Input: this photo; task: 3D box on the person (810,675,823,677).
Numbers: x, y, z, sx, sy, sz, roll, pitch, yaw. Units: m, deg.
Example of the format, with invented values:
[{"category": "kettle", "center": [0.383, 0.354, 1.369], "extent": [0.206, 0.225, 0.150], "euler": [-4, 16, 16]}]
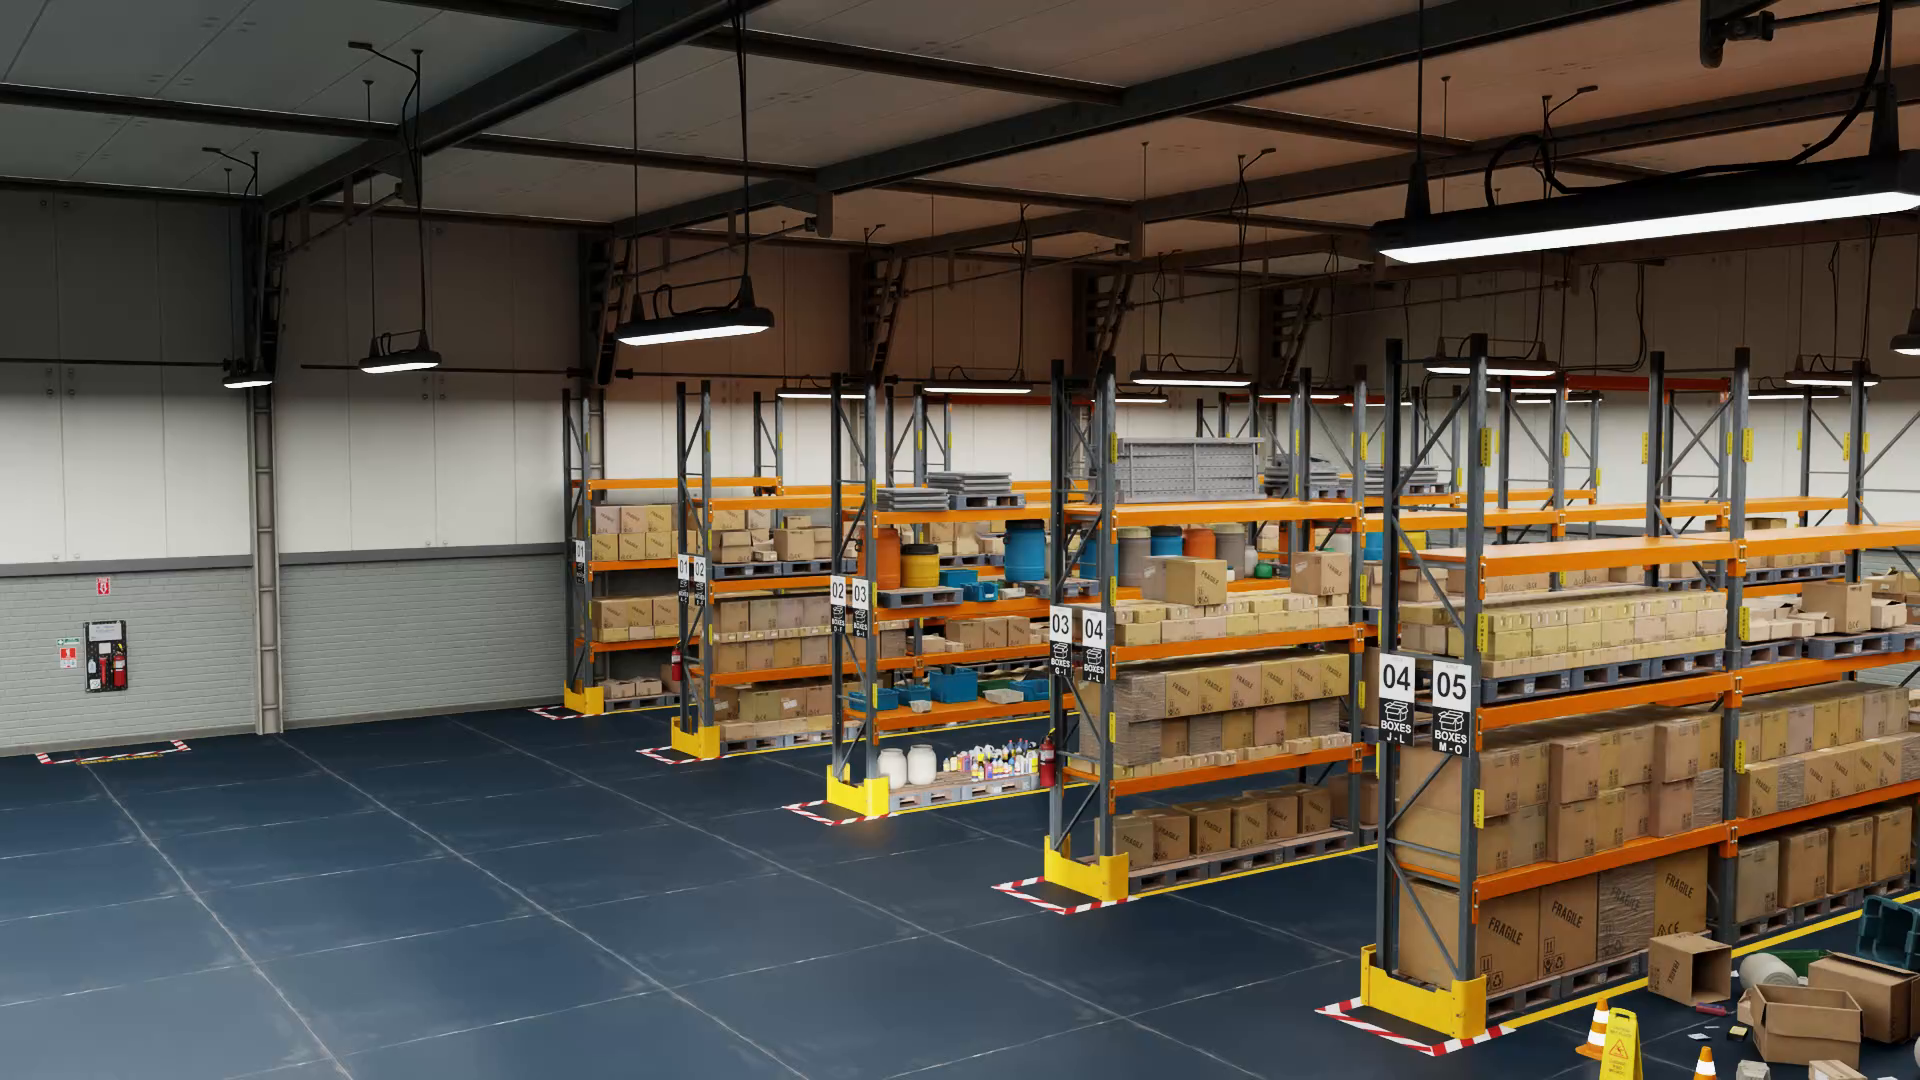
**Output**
[{"category": "person", "center": [-2.517, 2.460, 30.220], "extent": [0.500, 1.659, 0.332], "euler": [-1, 4, -21]}]
